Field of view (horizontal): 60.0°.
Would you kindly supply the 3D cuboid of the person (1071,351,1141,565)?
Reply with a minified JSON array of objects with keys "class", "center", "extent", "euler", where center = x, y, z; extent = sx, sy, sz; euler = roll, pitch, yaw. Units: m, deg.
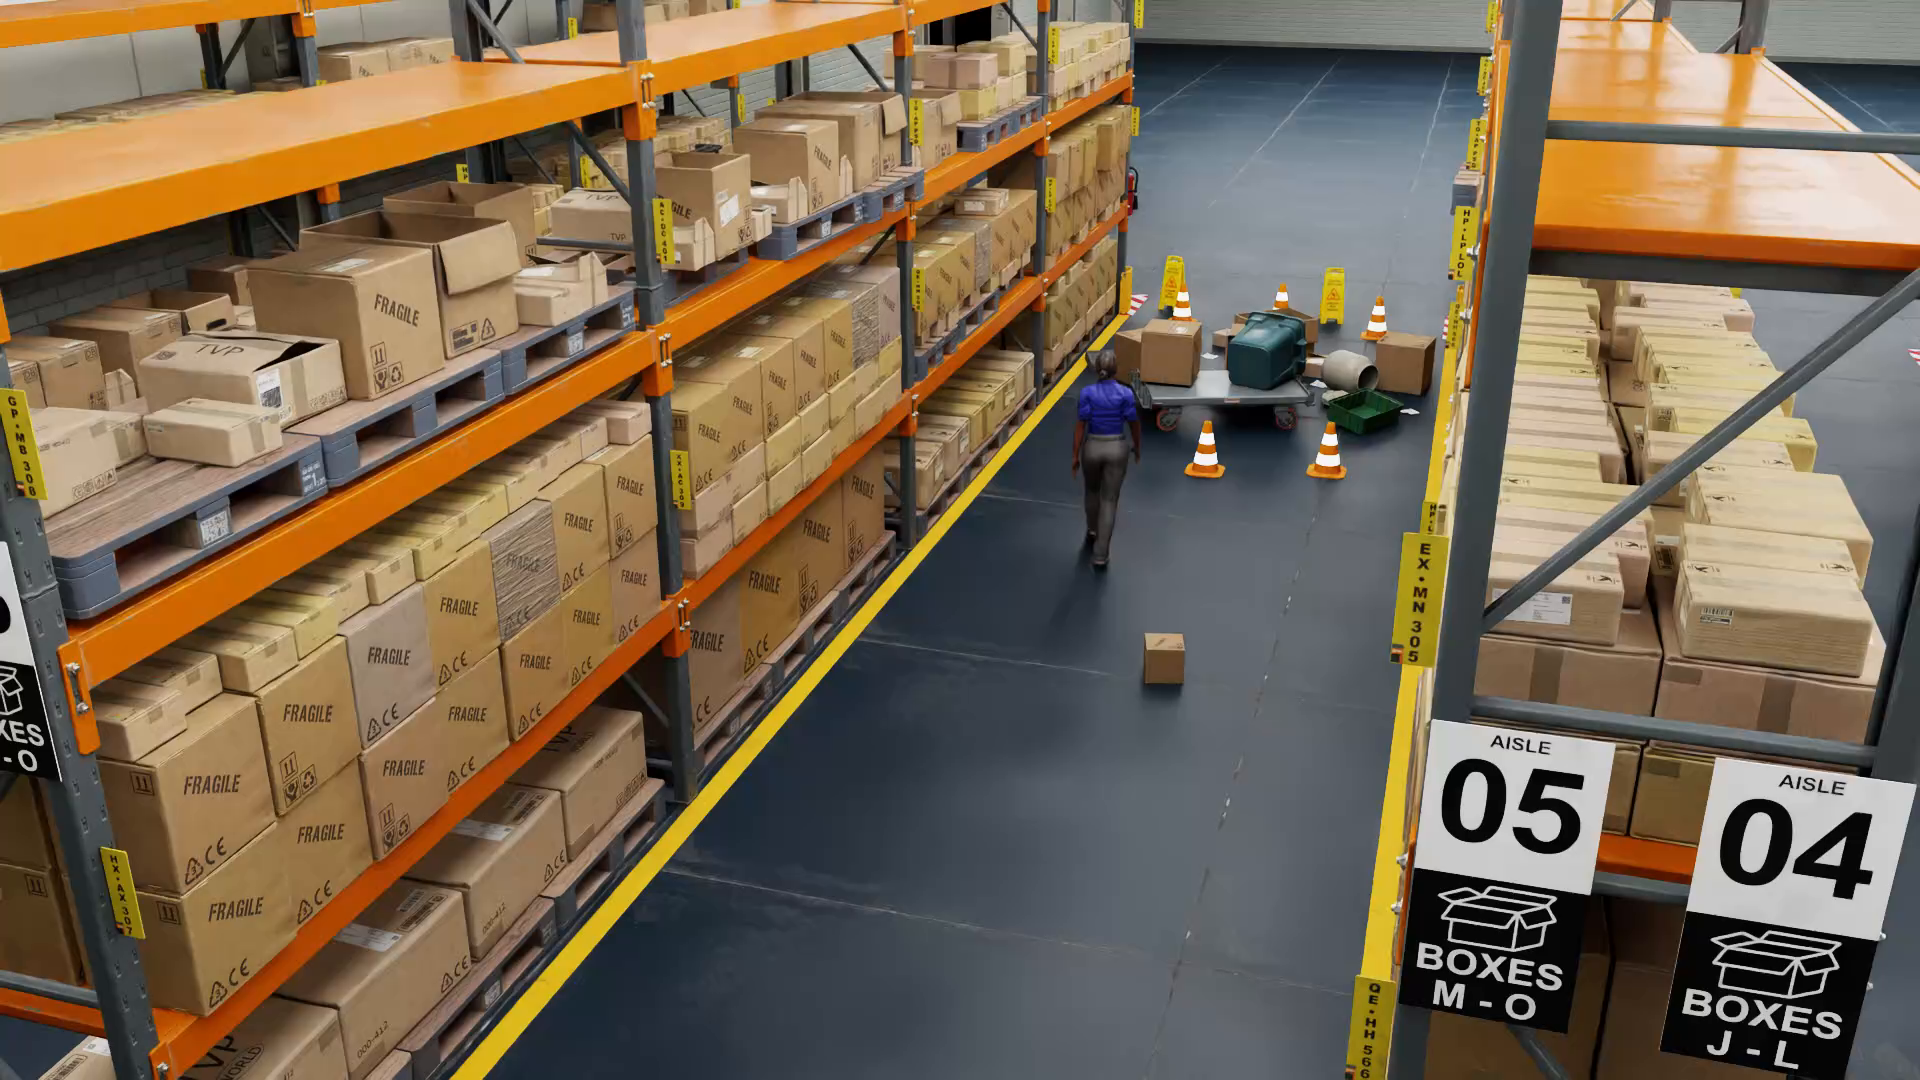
[{"class":"person","center":[1.131,-0.676,12.753],"extent":[0.495,1.646,0.860],"euler":[5,23,12]}]
